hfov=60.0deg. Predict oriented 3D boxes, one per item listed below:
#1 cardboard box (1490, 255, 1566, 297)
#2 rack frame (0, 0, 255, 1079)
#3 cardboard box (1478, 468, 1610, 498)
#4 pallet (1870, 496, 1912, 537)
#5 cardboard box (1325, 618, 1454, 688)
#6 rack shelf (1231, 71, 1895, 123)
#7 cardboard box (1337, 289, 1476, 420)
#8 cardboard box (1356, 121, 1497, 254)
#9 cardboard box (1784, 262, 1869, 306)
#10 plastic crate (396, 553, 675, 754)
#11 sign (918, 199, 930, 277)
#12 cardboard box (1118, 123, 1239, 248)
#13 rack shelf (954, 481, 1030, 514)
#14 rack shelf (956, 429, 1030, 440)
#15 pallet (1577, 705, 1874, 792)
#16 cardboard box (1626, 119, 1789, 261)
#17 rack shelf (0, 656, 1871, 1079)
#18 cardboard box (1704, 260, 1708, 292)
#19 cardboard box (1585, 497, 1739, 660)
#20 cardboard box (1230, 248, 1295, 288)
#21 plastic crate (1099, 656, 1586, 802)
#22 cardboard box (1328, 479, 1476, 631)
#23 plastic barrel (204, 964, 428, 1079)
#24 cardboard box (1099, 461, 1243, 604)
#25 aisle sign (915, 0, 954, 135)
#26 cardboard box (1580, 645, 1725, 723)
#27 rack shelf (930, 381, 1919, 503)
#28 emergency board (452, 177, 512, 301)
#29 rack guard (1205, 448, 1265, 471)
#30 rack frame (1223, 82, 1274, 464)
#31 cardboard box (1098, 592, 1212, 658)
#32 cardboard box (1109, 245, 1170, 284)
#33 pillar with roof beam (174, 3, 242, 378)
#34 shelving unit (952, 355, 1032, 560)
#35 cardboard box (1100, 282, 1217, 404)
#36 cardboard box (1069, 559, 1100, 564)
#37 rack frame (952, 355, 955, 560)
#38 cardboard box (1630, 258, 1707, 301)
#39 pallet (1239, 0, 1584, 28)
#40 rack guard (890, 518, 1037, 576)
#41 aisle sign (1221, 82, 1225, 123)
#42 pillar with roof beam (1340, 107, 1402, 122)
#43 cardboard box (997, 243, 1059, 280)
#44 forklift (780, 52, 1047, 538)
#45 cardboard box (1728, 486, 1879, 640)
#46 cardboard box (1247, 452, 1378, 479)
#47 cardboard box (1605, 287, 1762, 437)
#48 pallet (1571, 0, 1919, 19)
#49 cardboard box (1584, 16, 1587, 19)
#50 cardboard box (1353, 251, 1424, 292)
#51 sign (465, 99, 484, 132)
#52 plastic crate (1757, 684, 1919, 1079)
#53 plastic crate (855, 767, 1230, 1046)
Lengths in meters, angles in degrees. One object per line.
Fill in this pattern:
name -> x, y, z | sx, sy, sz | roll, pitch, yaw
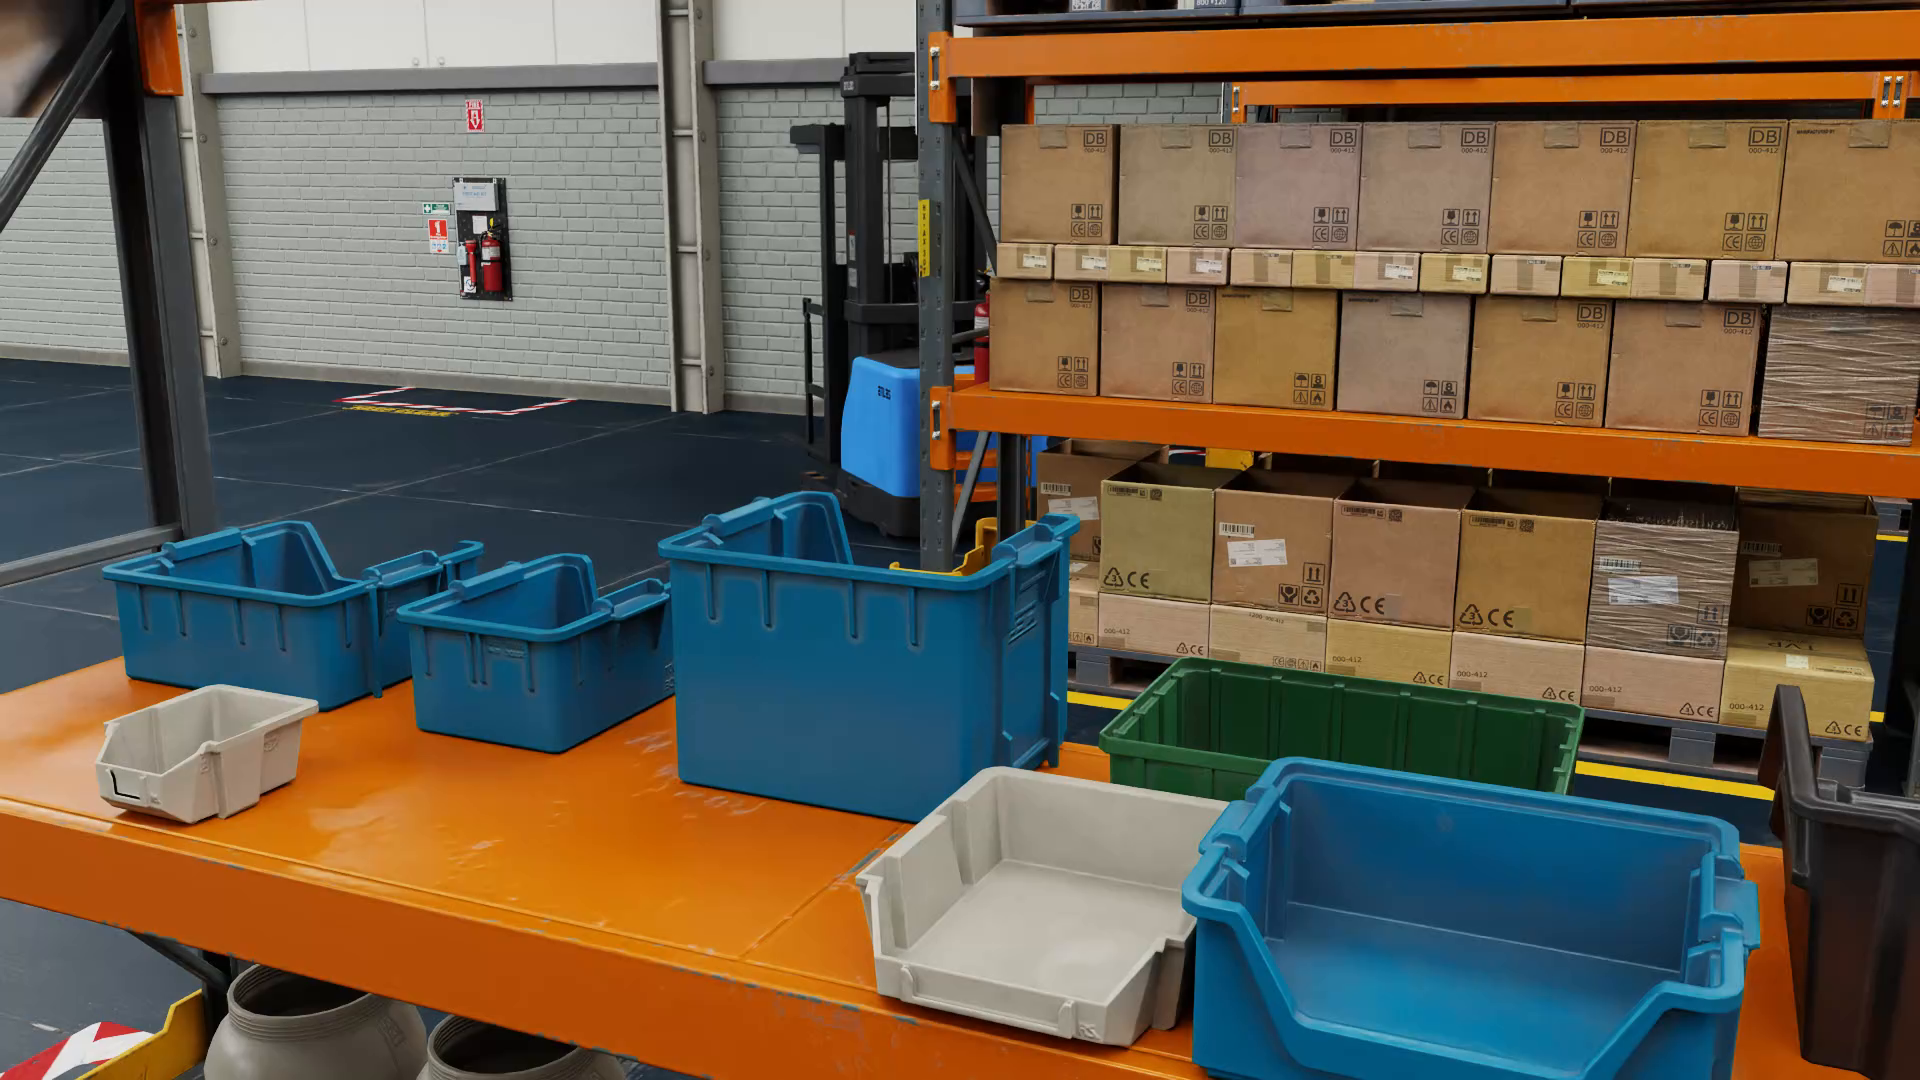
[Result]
cardboard box -> 2.237, -1.047, 6.510 | 0.250, 0.149, 0.380 | 6, 15, 25
rack frame -> -1.936, 0.081, 3.344 | 0.053, 2.616, 0.949 | 6, 14, 23
cardboard box -> 2.521, -0.016, 7.213 | 0.500, 0.500, 0.500 | 6, 14, 23
pallet -> 6.448, -0.190, 10.601 | 1.213, 0.211, 1.003 | 6, 14, 23
cardboard box -> 1.847, 0.415, 7.018 | 0.500, 0.250, 0.500 | 6, 14, 23
rack shelf -> 3.907, -2.914, 11.116 | 4.000, 0.370, 1.077 | 6, 14, 23
cardboard box -> 1.914, -0.814, 6.939 | 0.500, 0.500, 0.700 | 6, 15, 25
cardboard box -> 1.948, -1.443, 6.780 | 0.500, 0.500, 0.700 | 6, 14, 23
cardboard box -> 3.172, -0.952, 6.107 | 0.250, 0.149, 0.380 | 5, 14, 22
plastic crate -> -0.764, 0.198, 3.171 | 0.408, 0.251, 0.499 | 6, 14, 23
sign -> -0.155, -1.299, 7.155 | 0.005, 0.325, 0.100 | 6, 14, 23
cardboard box -> 1.029, -1.536, 7.176 | 0.500, 0.500, 0.700 | 5, 14, 22
rack shelf -> 0.145, -0.257, 9.886 | 0.480, 0.148, 0.258 | -5, 14, -21
rack shelf -> 0.145, -0.668, 9.789 | 0.480, 0.148, 0.258 | -5, 14, -21
pallet -> 3.023, 0.691, 6.846 | 1.213, 0.211, 1.003 | 6, 14, 23
cardboard box -> 2.862, -1.350, 6.385 | 0.500, 0.500, 0.700 | 6, 14, 23
rack shelf -> -0.106, 0.616, 2.640 | 4.000, 0.370, 1.077 | 6, 14, 23
cardboard box -> 2.859, -1.084, 6.671 | 0.250, 0.149, 0.380 | 6, 14, 23
cardboard box -> 2.768, 0.139, 6.553 | 0.500, 0.500, 0.500 | 6, 14, 23
cardboard box -> 1.292, -1.142, 6.917 | 0.250, 0.149, 0.380 | 5, 14, 21
plastic crate -> 0.596, 0.369, 2.580 | 0.662, 0.188, 0.450 | 6, 14, 23
cardboard box -> 1.846, 0.051, 6.931 | 0.500, 0.500, 0.500 | 6, 14, 23
plastic barrel -> -1.302, 1.132, 3.391 | 0.421, 0.512, 0.421 | 0, 13, 0
cardboard box -> 0.934, -0.043, 7.330 | 0.500, 0.500, 0.500 | 6, 14, 23
aisle sign -> -0.109, -2.162, 7.210 | 0.004, 0.787, 0.394 | 6, 14, 23
cardboard box -> 2.767, 0.505, 6.637 | 0.500, 0.250, 0.500 | 6, 14, 23
rack shelf -> 1.904, -0.419, 7.048 | 4.000, 0.370, 1.077 | 6, 14, 23
emergency board -> -4.661, -2.897, 16.033 | 0.643, 1.169, 0.194 | 6, 14, 23
rack guard -> 2.148, -0.765, 12.421 | 0.348, 0.500, 1.175 | 6, 14, 23
rack frame -> 2.079, -1.989, 12.165 | 0.127, 3.000, 1.000 | 6, 14, 23
cardboard box -> 0.934, 0.322, 7.417 | 0.500, 0.250, 0.500 | 6, 14, 23
cardboard box -> 0.817, -1.190, 7.121 | 0.250, 0.149, 0.380 | 6, 14, 23
pillar with roof beam -> -9.646, -5.237, 12.874 | 0.400, 9.000, 9.100 | 6, 14, 23
shelving unit -> 0.145, -0.515, 9.825 | 0.503, 1.200, 0.258 | -5, 14, -21
cardboard box -> 0.979, -0.909, 7.344 | 0.500, 0.500, 0.700 | 6, 15, 25
cardboard box -> 0.686, 0.168, 8.072 | 0.500, 0.250, 0.500 | 6, 14, 23
rack frame -> -0.082, -0.495, 9.738 | 0.015, 1.200, 0.240 | -5, 14, -21
cardboard box -> 2.691, -1.000, 6.311 | 0.250, 0.149, 0.380 | 6, 14, 23
pallet -> 1.831, -2.188, 6.640 | 1.213, 0.211, 1.003 | 6, 14, 23
rack guard -> 0.054, 0.261, 8.049 | 0.348, 0.500, 1.175 | 6, 14, 23
aisle sign -> 1.891, -3.199, 11.629 | 0.004, 0.787, 0.394 | 6, 14, 23
pillar with roof beam -> 1.325, -4.126, 8.142 | 0.400, 9.000, 9.100 | 6, 14, 23
cardboard box -> 0.347, -1.237, 7.322 | 0.250, 0.149, 0.380 | 6, 14, 23
forklift -> -0.481, -1.735, 11.235 | 1.130, 2.935, 3.031 | -5, 14, -22
cardboard box -> 3.436, 0.077, 6.819 | 0.500, 0.500, 0.500 | 6, 14, 23
cardboard box -> 1.607, -0.108, 7.607 | 0.500, 0.500, 0.500 | 6, 14, 23
cardboard box -> 2.840, -0.720, 6.537 | 0.500, 0.500, 0.700 | 6, 14, 23
pallet -> 2.942, -2.075, 6.158 | 1.213, 0.211, 1.003 | 6, 14, 23
cardboard box -> 4.195, -3.225, 10.606 | 0.500, 0.500, 0.500 | 5, 14, 21
cardboard box -> 1.752, -1.095, 6.715 | 0.250, 0.149, 0.380 | 6, 14, 24
sign -> -4.628, -4.047, 15.860 | 0.199, 0.298, 0.001 | 6, 14, 23
plastic crate -> 1.296, 0.406, 2.096 | 0.504, 0.338, 0.767 | 6, 14, 23
plastic crate -> 0.136, 0.481, 2.214 | 0.437, 0.136, 0.530 | 6, 14, 23
